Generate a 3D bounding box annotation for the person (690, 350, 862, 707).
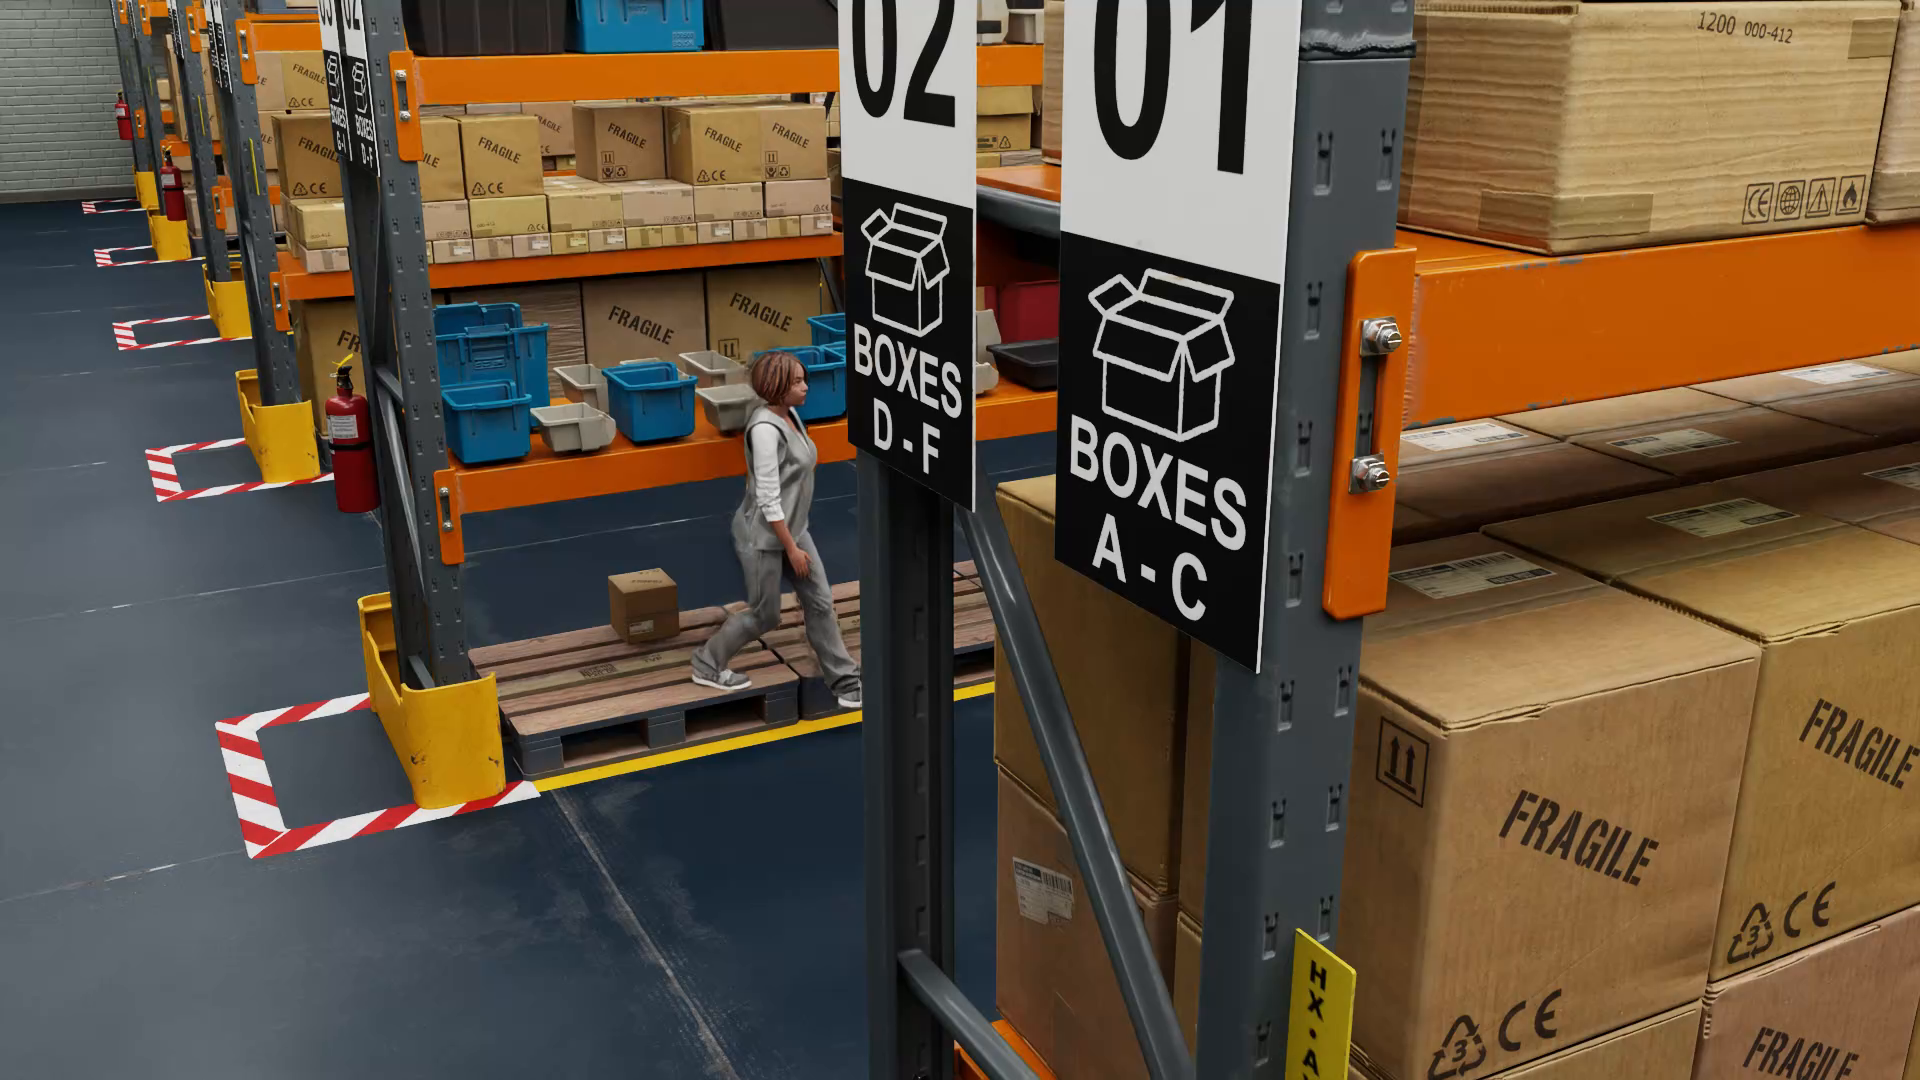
[{"bbox_3d":[-0.721,-0.018,6.781,0.903,1.540,0.422,5,19,16],"label":"person"}]
